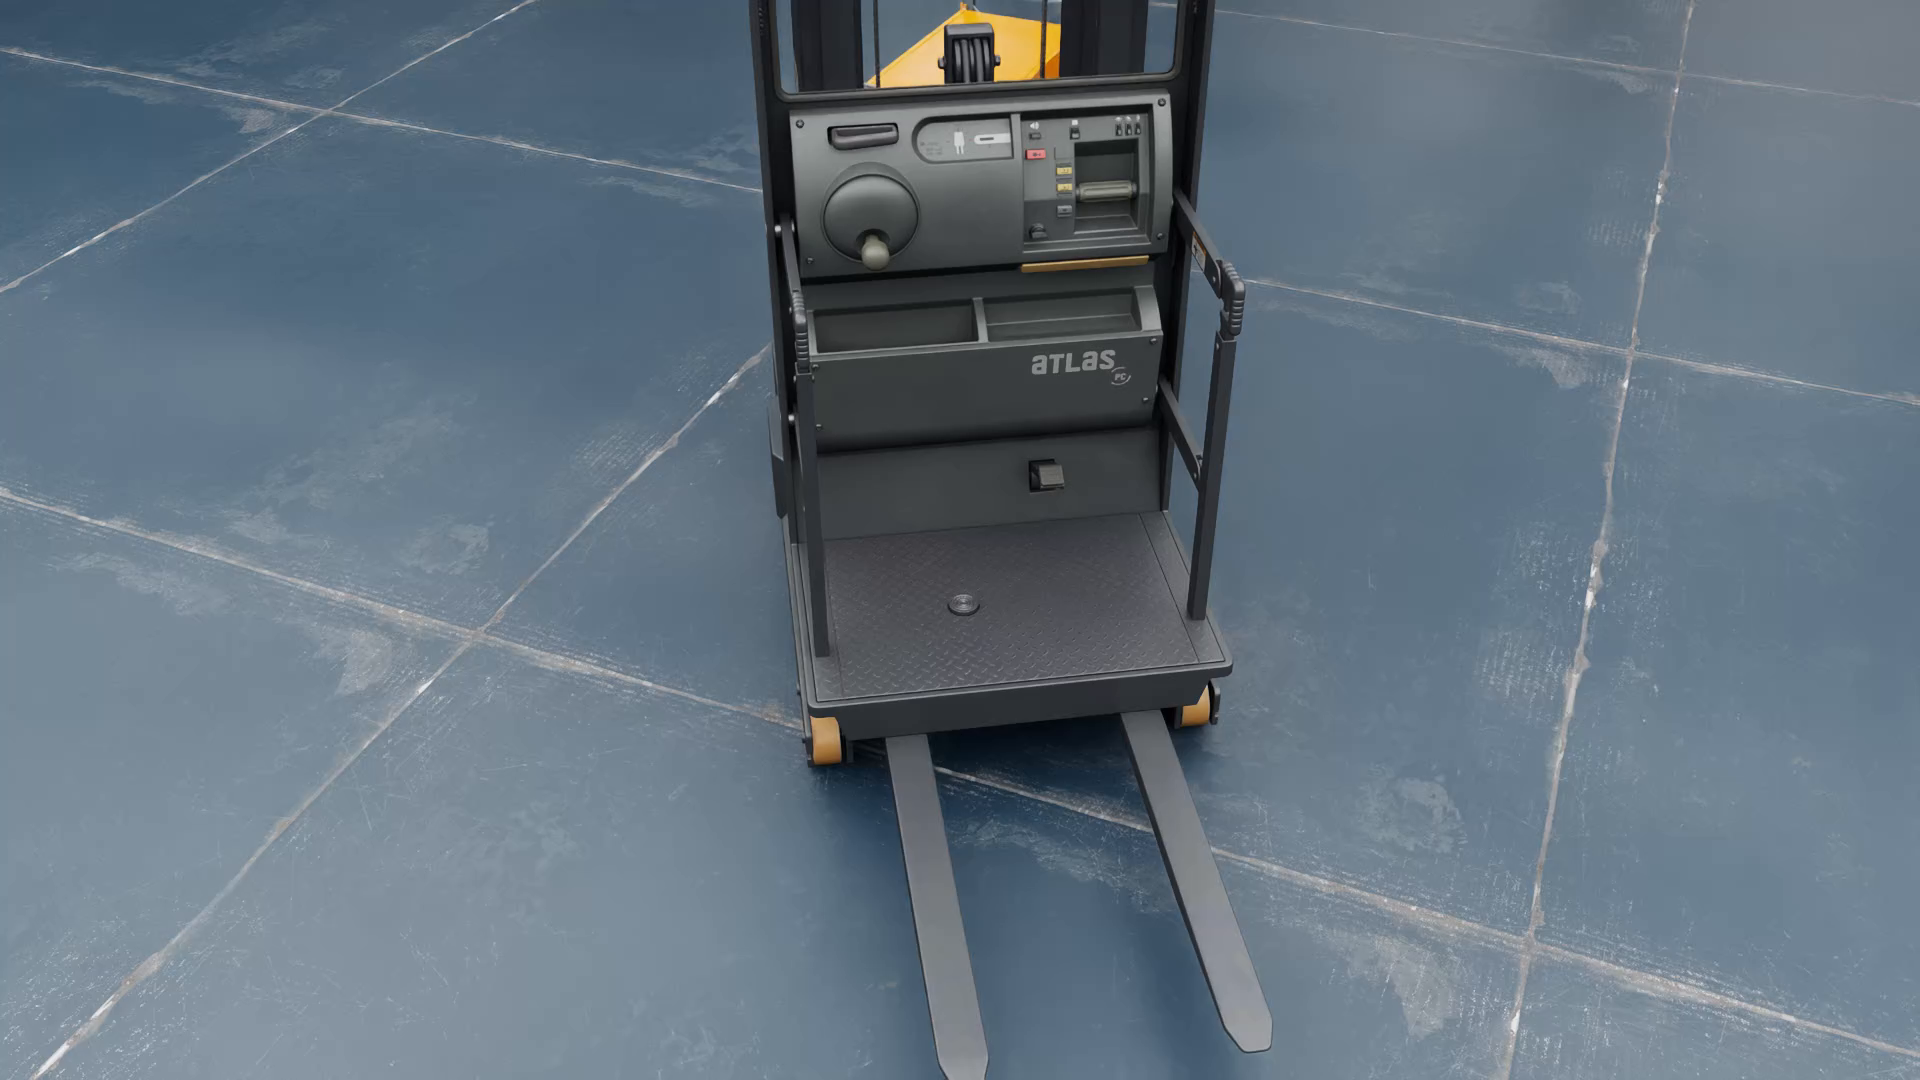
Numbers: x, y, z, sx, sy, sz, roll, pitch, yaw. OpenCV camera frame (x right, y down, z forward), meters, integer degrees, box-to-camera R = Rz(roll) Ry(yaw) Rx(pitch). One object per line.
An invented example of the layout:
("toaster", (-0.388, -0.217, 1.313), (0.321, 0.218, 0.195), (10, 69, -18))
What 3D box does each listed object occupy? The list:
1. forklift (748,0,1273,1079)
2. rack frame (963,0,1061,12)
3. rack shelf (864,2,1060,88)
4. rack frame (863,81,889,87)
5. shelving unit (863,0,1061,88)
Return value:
("forklift", (0.093, -0.803, 3.876), (1.130, 2.935, 3.031), (-5, 37, -7))
("rack frame", (0.245, -1.646, 6.513), (0.500, 1.125, 0.032), (15, 39, 19))
("rack shelf", (0.037, -1.603, 5.966), (0.538, 0.278, 1.000), (15, 39, 19))
("rack frame", (-0.171, -1.091, 5.770), (0.500, 1.125, 0.032), (15, 39, 19))
("shelving unit", (0.037, -1.369, 6.141), (0.538, 1.125, 1.048), (15, 39, 19))
